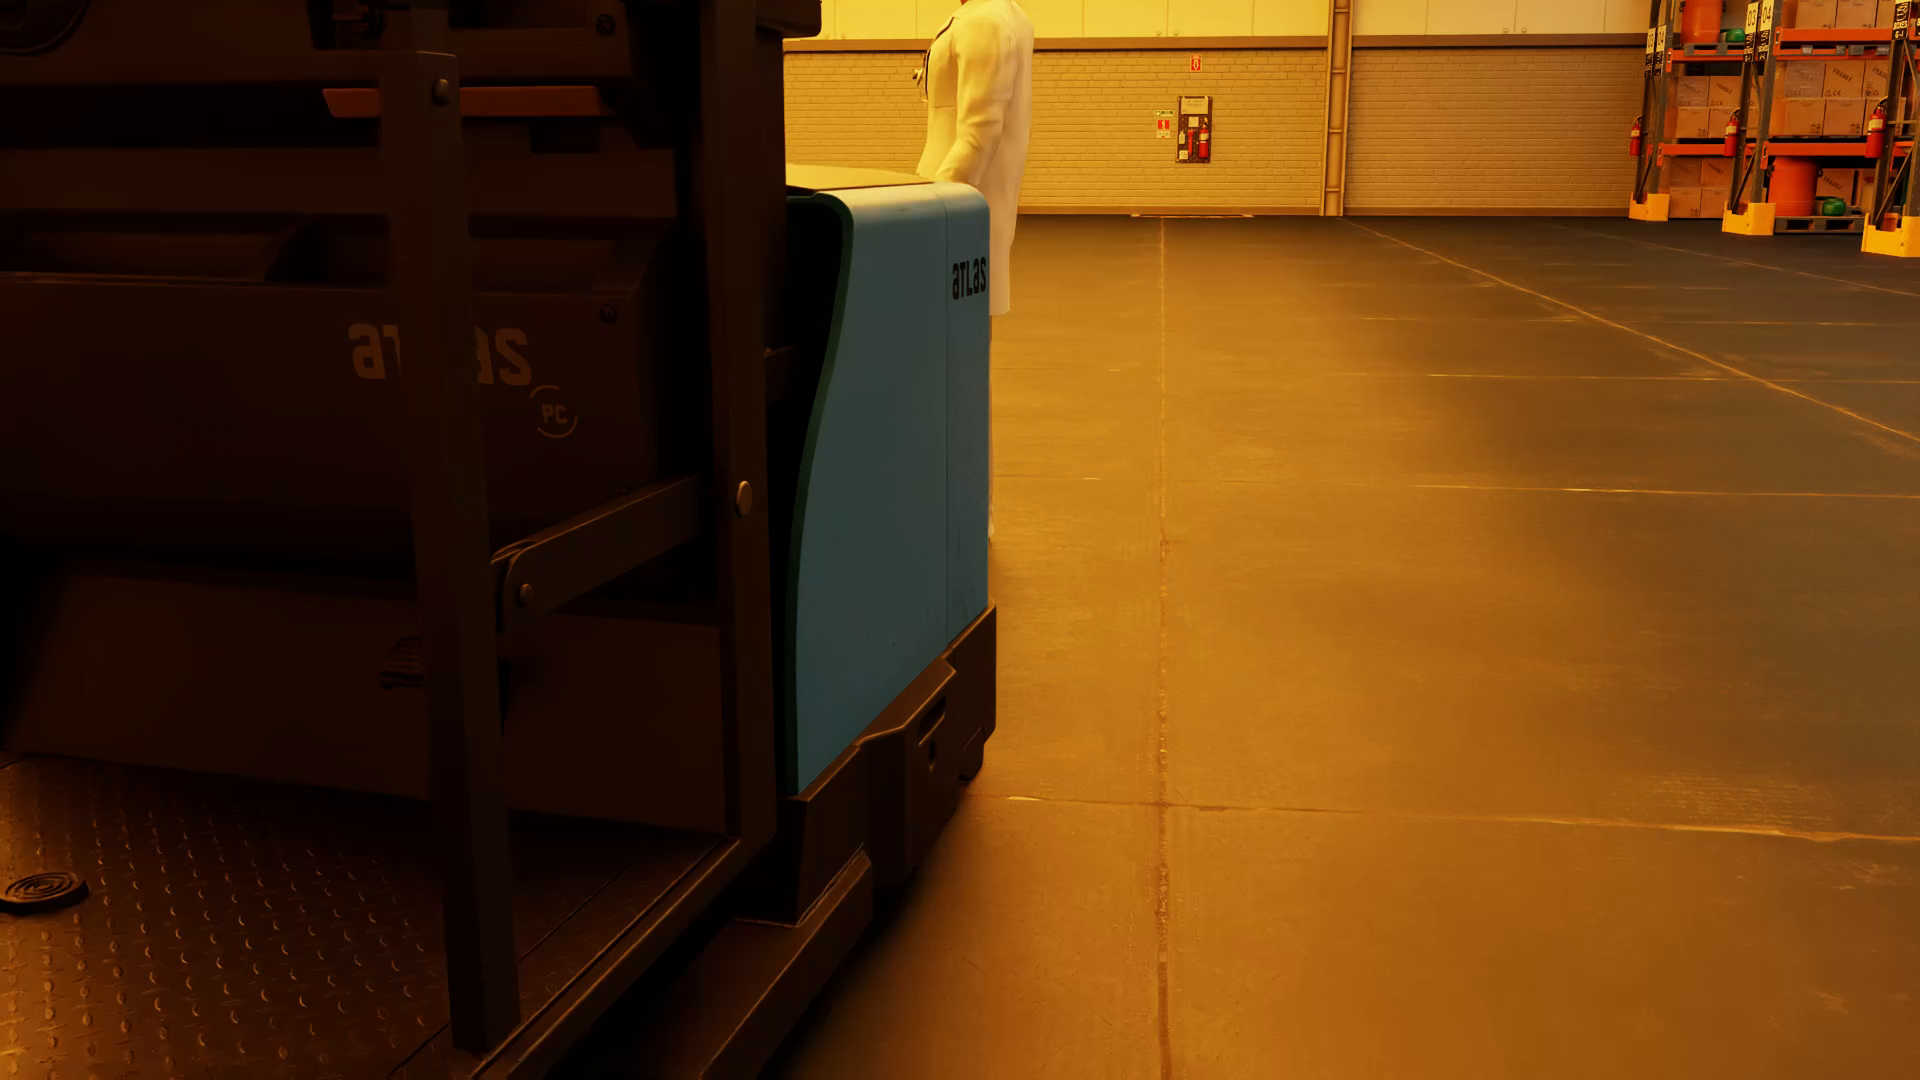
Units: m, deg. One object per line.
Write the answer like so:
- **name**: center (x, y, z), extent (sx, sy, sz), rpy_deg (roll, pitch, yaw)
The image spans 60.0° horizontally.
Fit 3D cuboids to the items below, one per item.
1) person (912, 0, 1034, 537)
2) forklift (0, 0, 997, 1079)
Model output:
- **person**: center (-0.091, -0.877, 4.757), extent (0.579, 1.778, 0.698), rpy_deg (2, 13, 7)
- **forklift**: center (-0.825, -0.724, 1.607), extent (1.130, 2.935, 3.031), rpy_deg (4, 14, 15)
